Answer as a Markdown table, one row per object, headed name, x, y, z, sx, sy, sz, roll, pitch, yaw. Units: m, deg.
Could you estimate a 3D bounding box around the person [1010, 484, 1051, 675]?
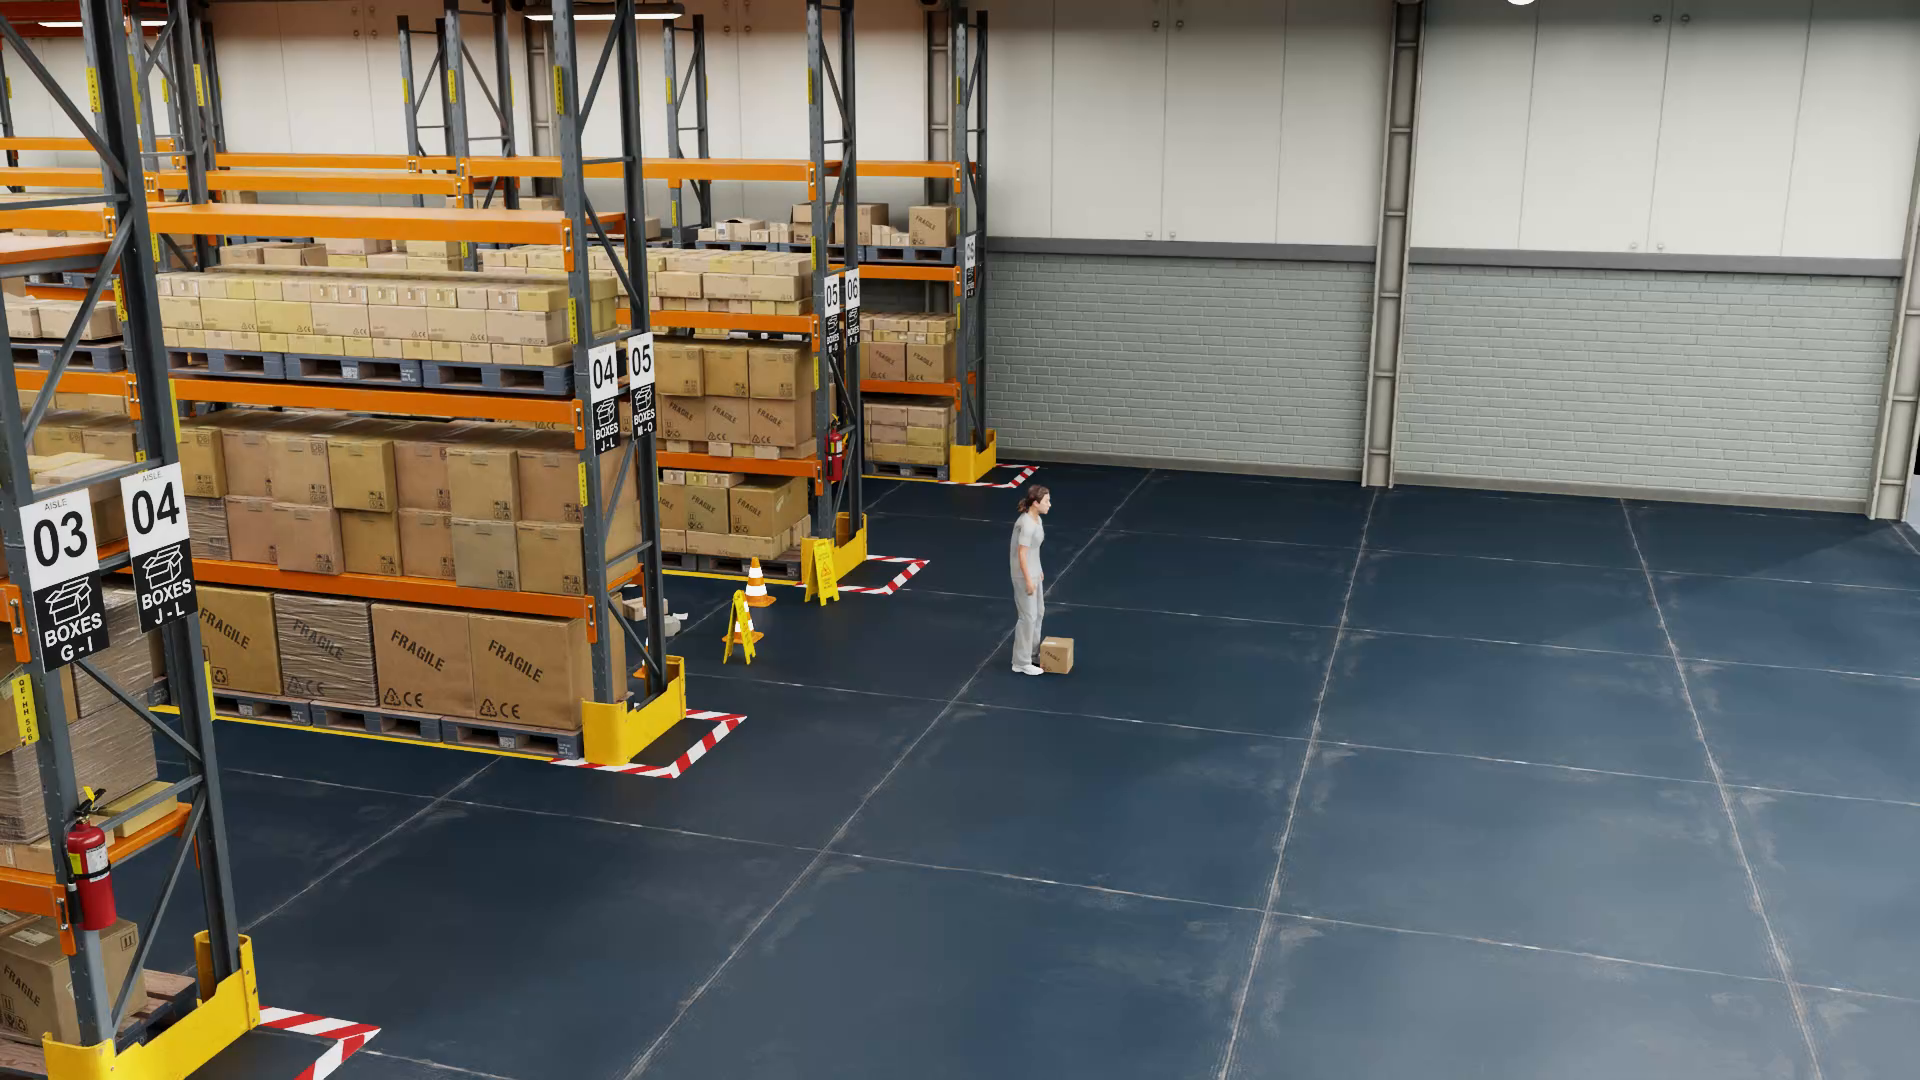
| name | x | y | z | sx | sy | sz | roll | pitch | yaw |
| --- | --- | --- | --- | --- | --- | --- | --- | --- | --- |
| person | 0.627 | 0.327 | 14.760 | 0.353 | 1.673 | 0.505 | 4 | 16 | 14 |
